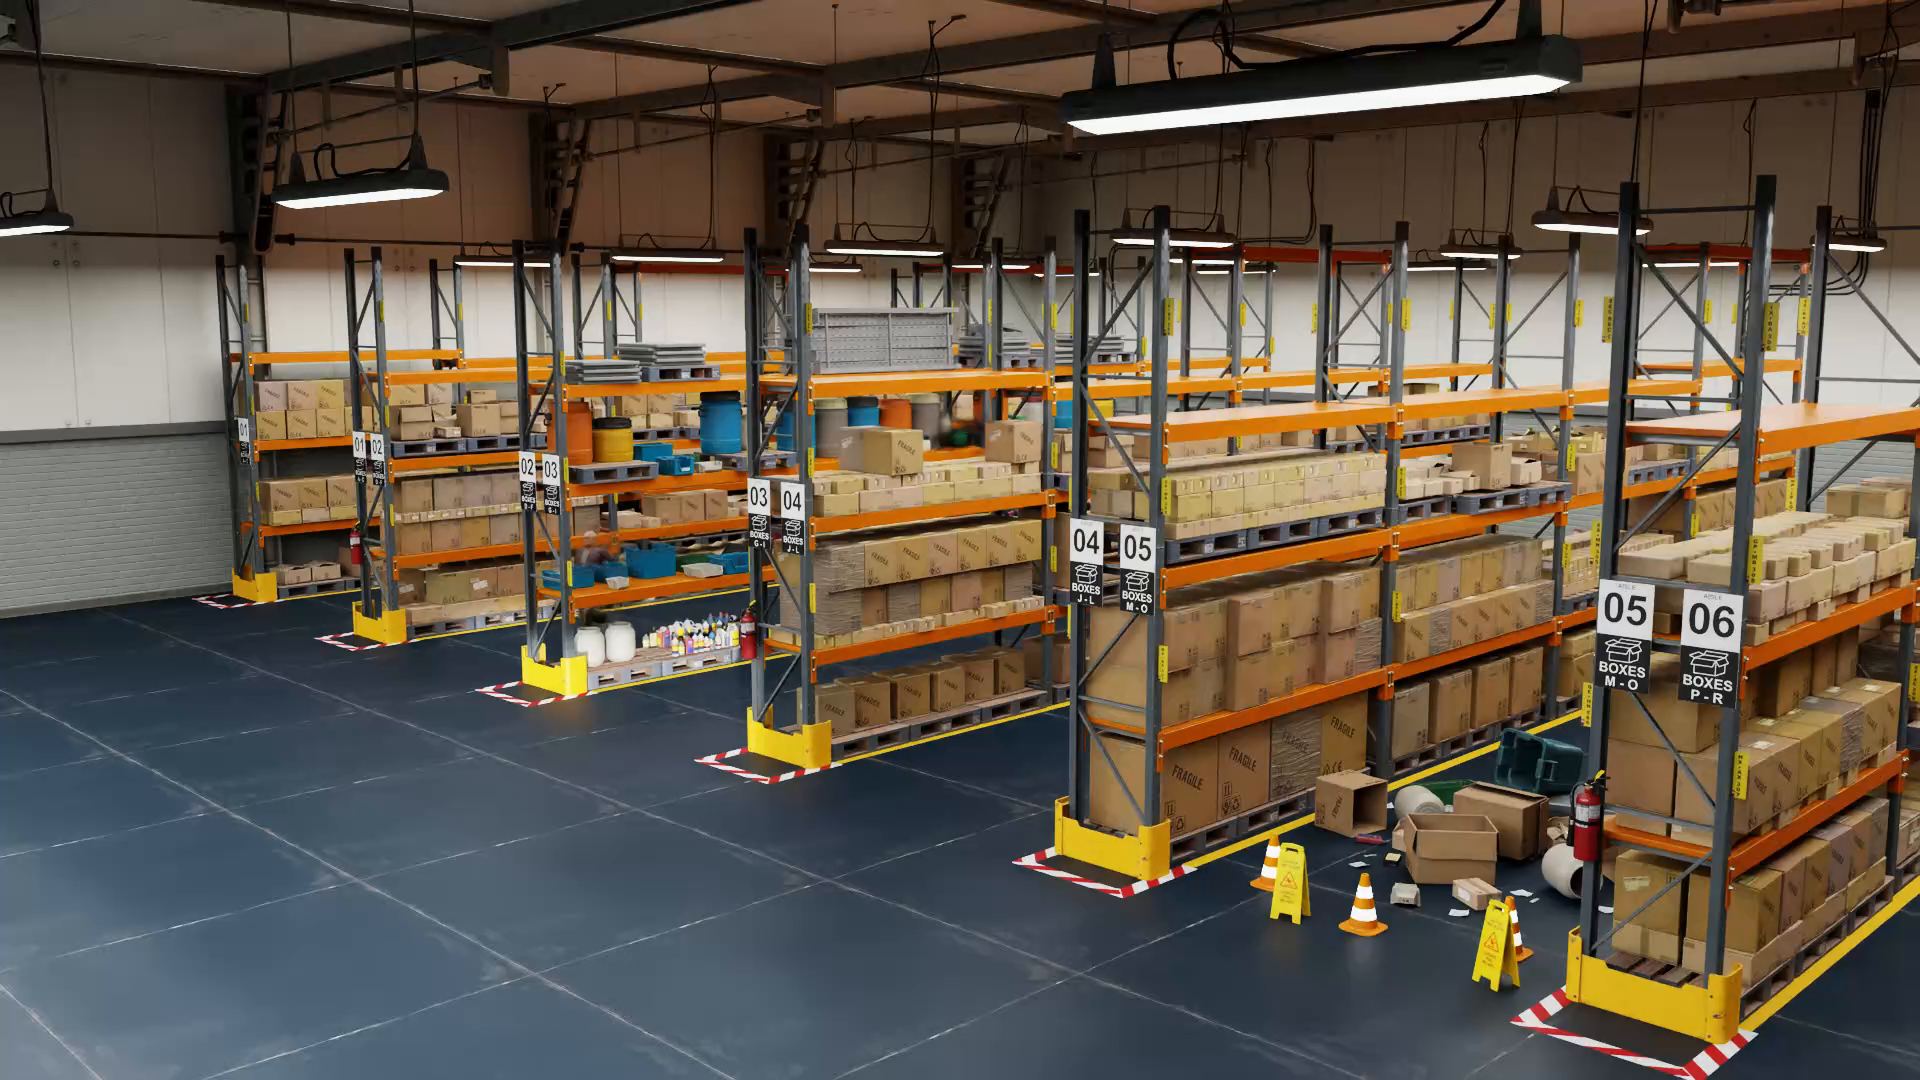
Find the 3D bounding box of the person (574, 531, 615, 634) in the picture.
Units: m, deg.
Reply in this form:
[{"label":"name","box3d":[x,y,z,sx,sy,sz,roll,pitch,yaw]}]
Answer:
[{"label":"person","box3d":[-5.574,0.739,25.172,0.710,1.764,0.934,4,9,28]}]

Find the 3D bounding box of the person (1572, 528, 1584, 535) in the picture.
[{"label":"person","box3d":[9.710,0.660,26.052,0.877,1.699,0.572,-7,11,-40]}]
